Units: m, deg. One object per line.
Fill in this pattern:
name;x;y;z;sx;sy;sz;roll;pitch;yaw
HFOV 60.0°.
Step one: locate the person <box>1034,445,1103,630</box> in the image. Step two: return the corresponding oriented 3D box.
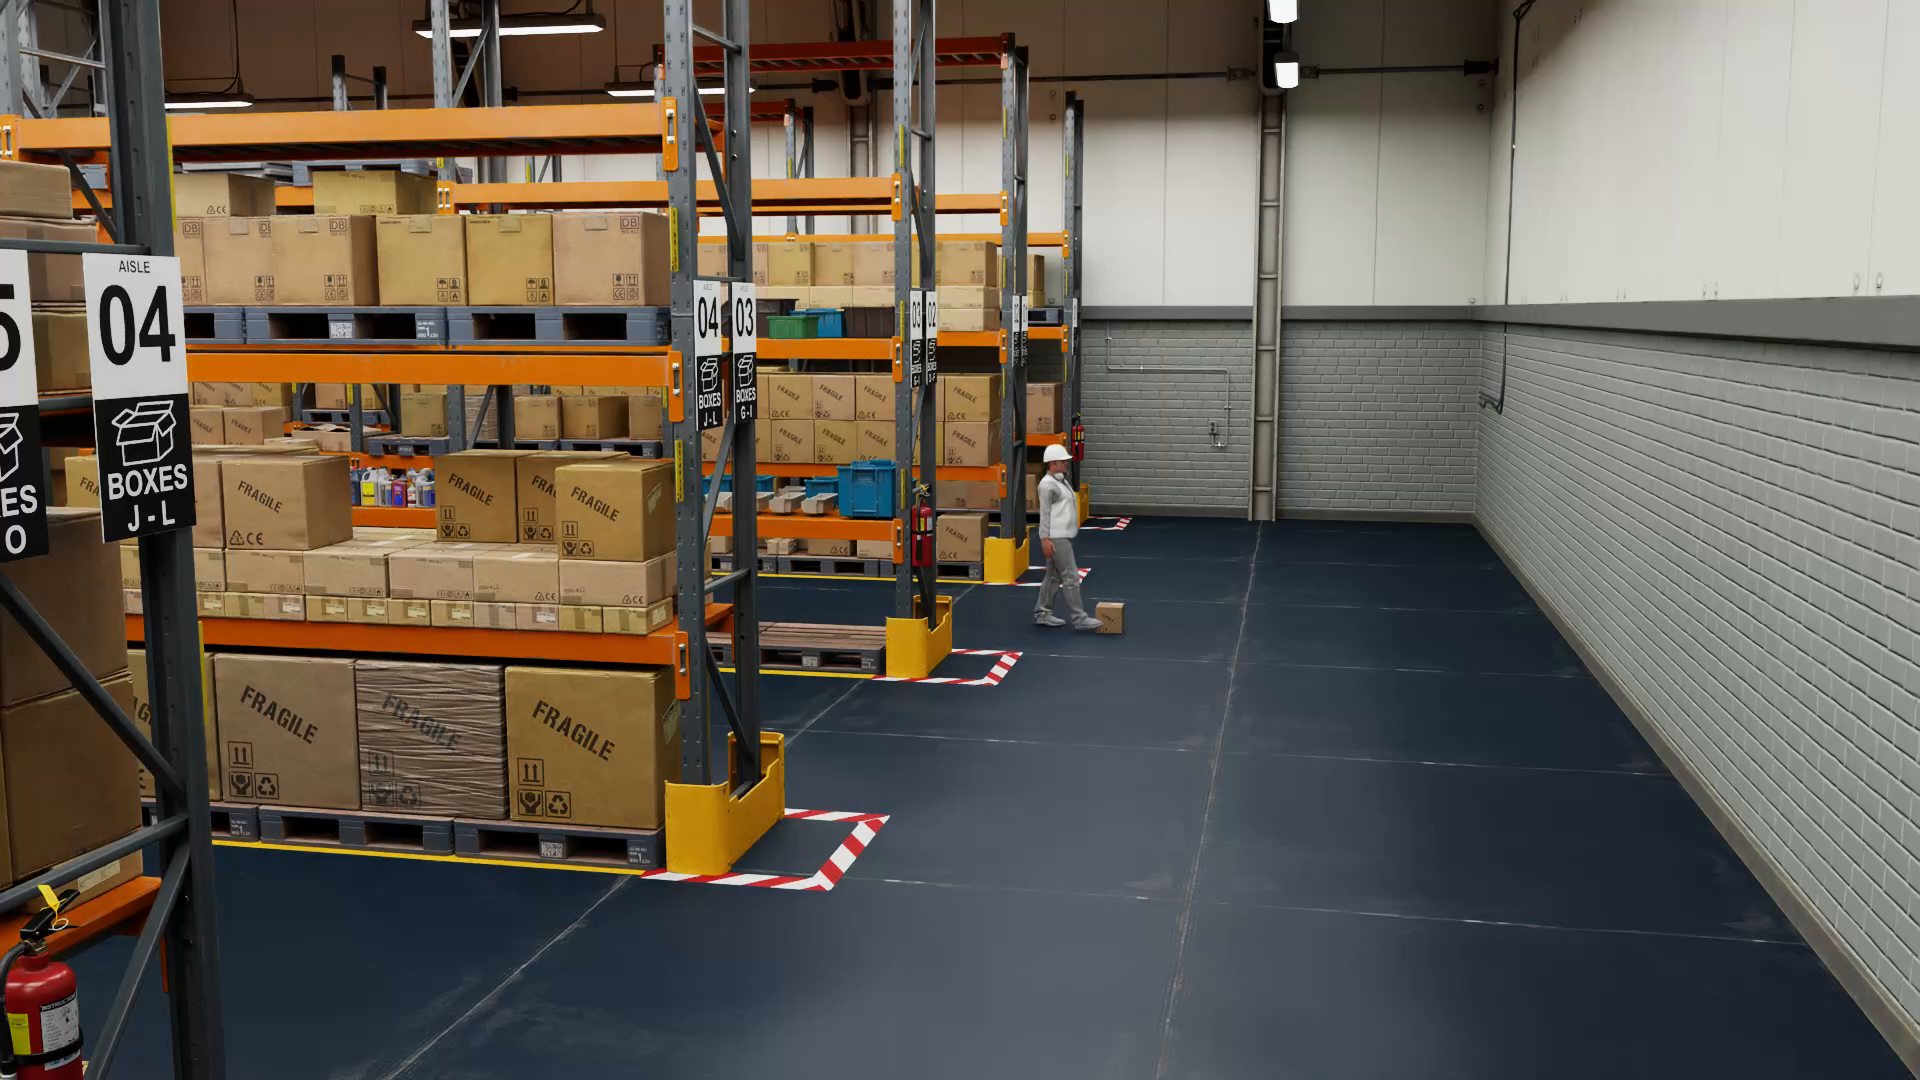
person;1.060;-0.032;15.920;0.735;1.759;0.556;2;8;16
